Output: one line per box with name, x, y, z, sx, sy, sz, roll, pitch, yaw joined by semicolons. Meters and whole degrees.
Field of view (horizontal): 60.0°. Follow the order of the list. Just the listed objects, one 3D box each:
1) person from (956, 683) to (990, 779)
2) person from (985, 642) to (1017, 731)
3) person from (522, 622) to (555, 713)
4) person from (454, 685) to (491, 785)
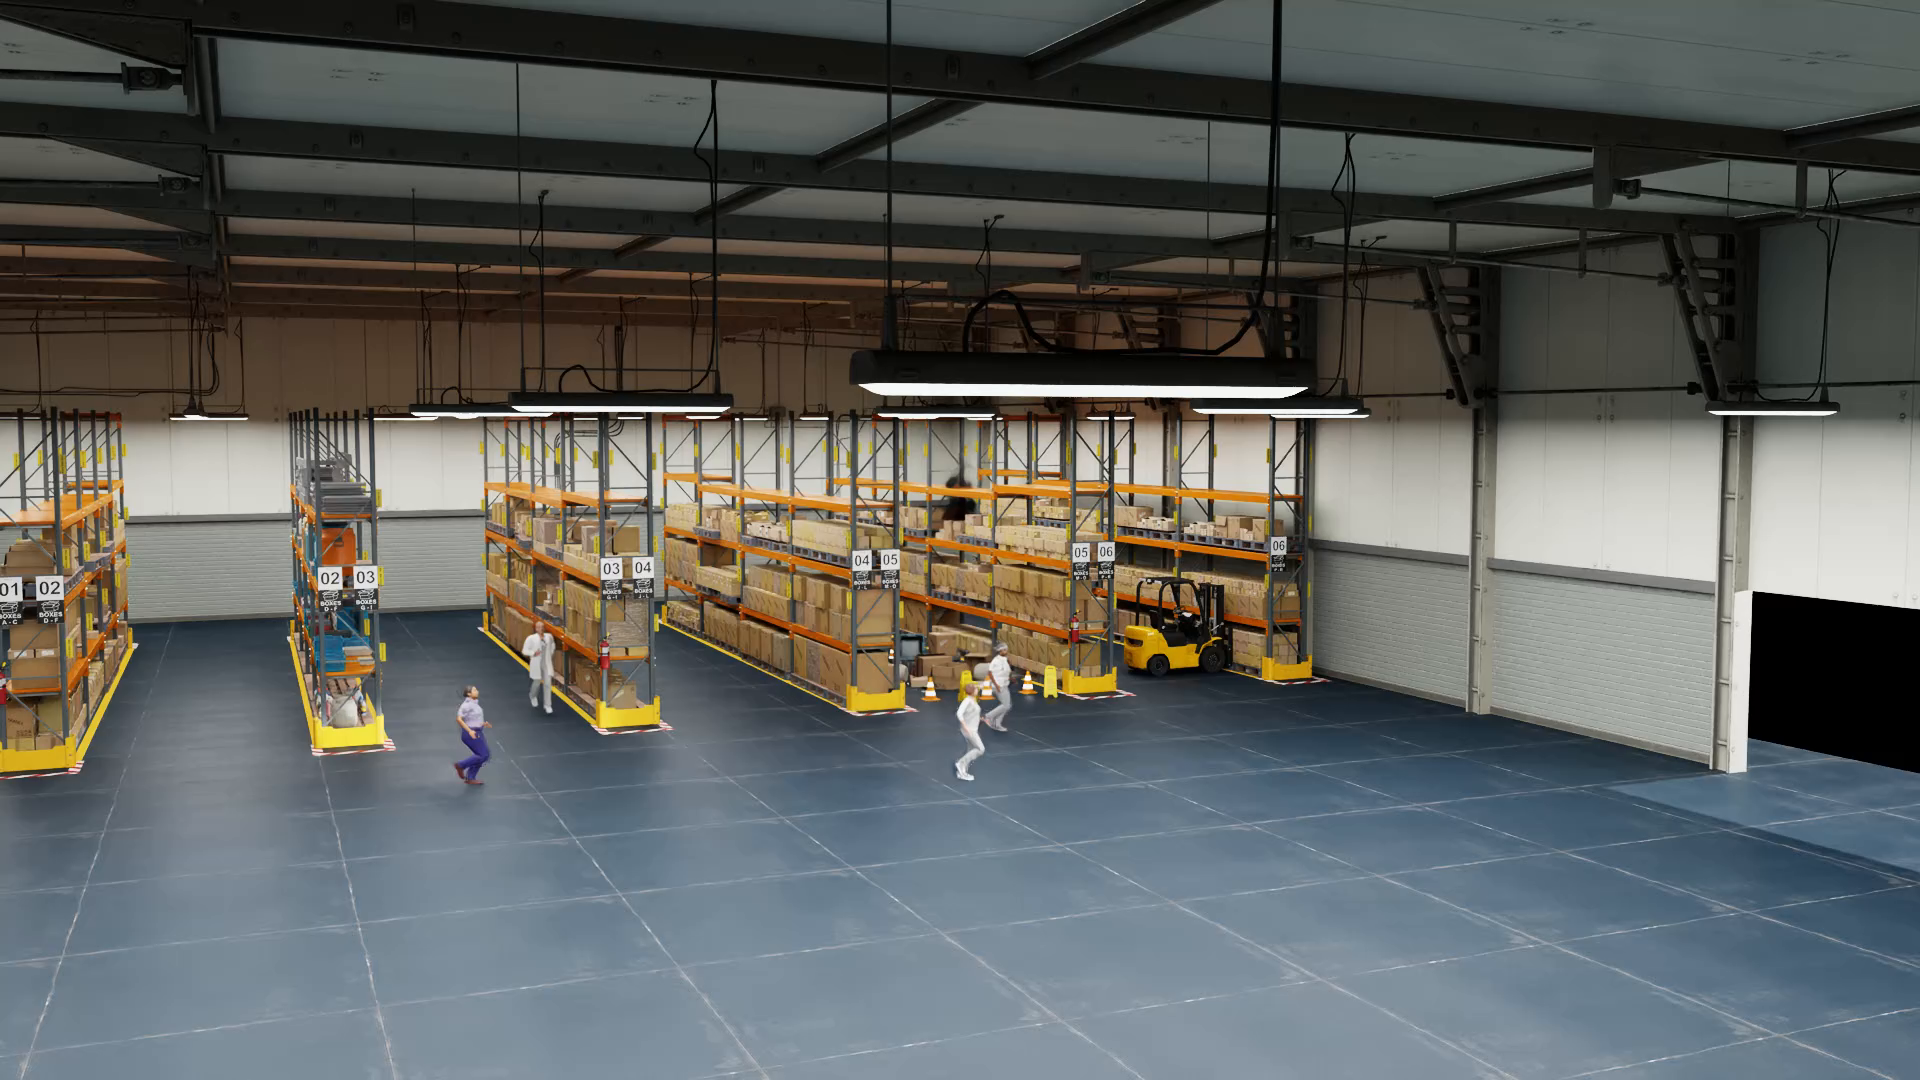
person;0.205;3.072;26.710;0.530;1.561;0.545;0;4;7
person;0.772;2.726;31.004;0.552;1.667;0.591;1;4;20
person;-8.307;2.536;32.955;0.714;1.675;1.082;-2;5;-31
person;-7.713;3.092;26.327;0.549;1.589;0.608;0;4;-6
